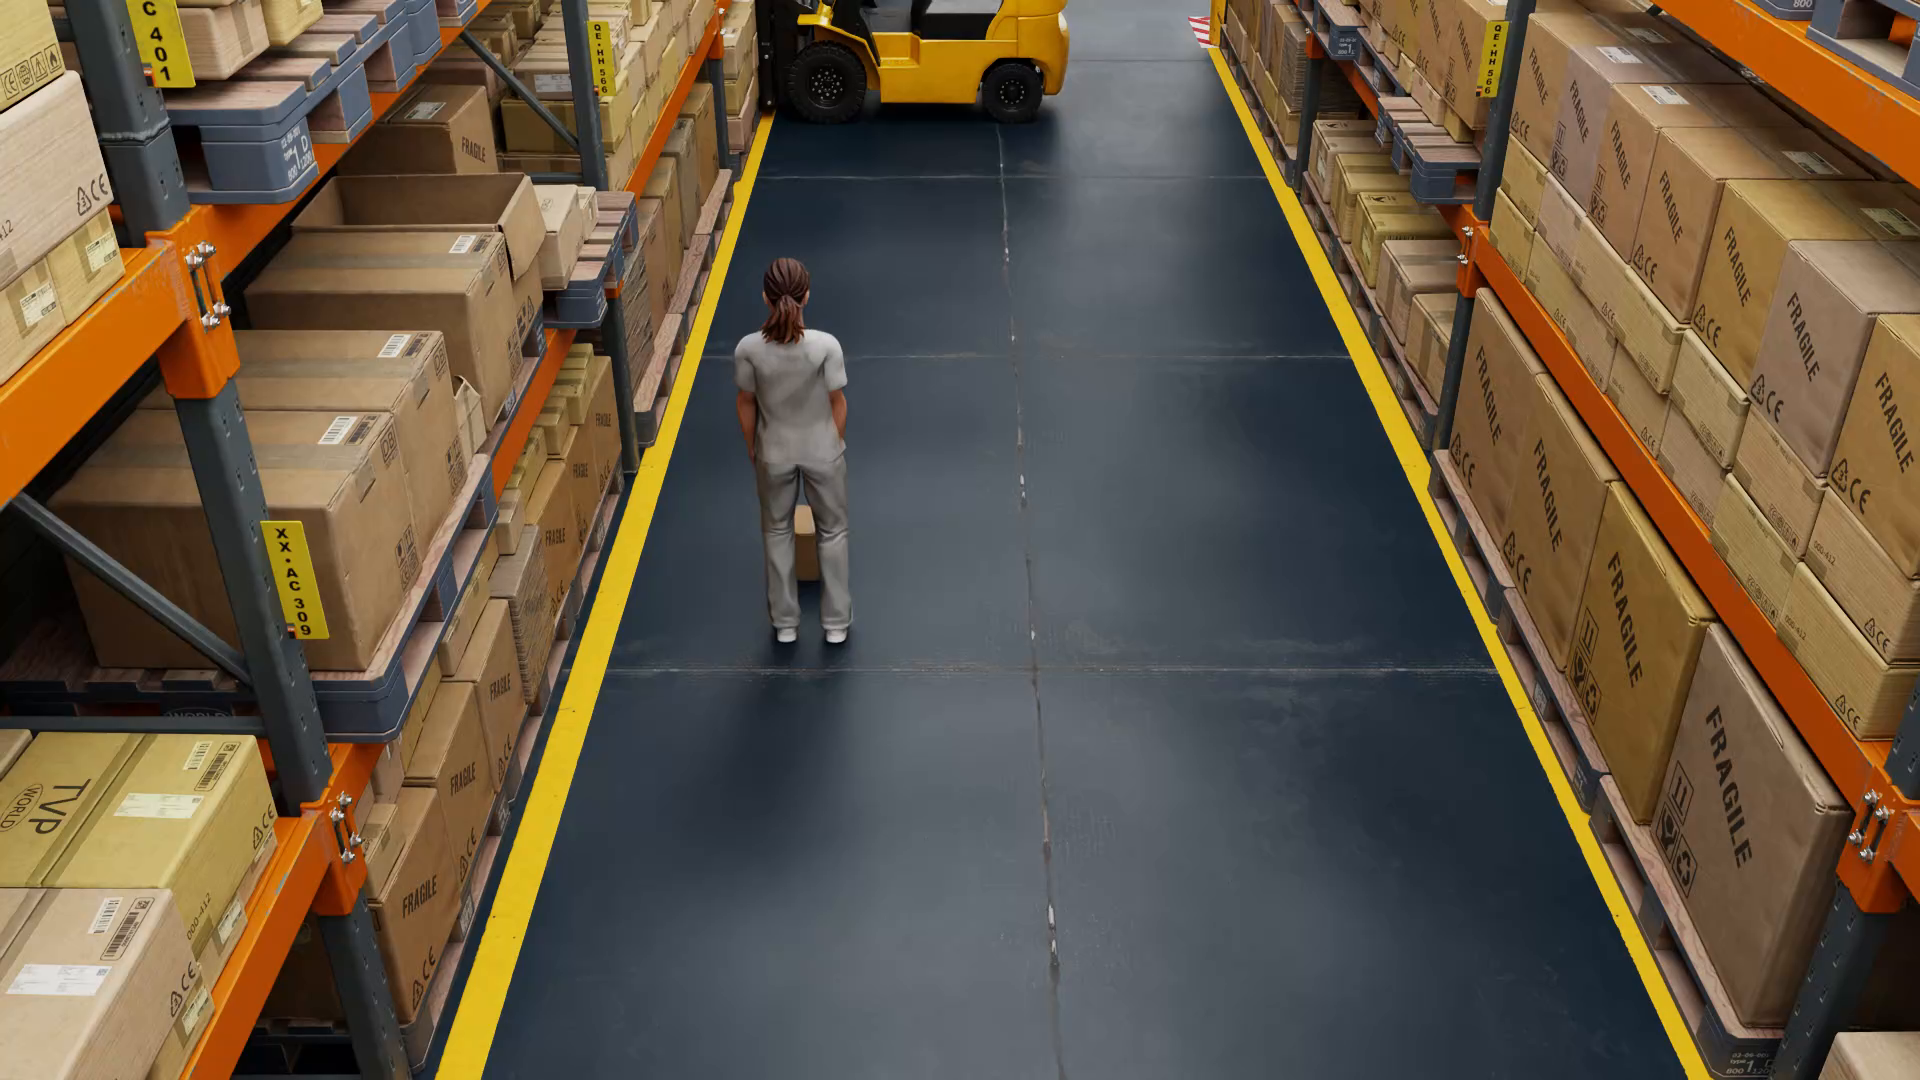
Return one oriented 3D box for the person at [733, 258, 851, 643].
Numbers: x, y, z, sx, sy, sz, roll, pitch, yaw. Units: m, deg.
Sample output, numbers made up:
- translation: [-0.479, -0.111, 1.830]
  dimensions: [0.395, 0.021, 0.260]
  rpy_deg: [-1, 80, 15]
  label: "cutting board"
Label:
- translation: [-0.663, -0.330, 6.686]
  dimensions: [0.445, 1.669, 0.355]
  rpy_deg: [0, 32, 0]
  label: "person"
